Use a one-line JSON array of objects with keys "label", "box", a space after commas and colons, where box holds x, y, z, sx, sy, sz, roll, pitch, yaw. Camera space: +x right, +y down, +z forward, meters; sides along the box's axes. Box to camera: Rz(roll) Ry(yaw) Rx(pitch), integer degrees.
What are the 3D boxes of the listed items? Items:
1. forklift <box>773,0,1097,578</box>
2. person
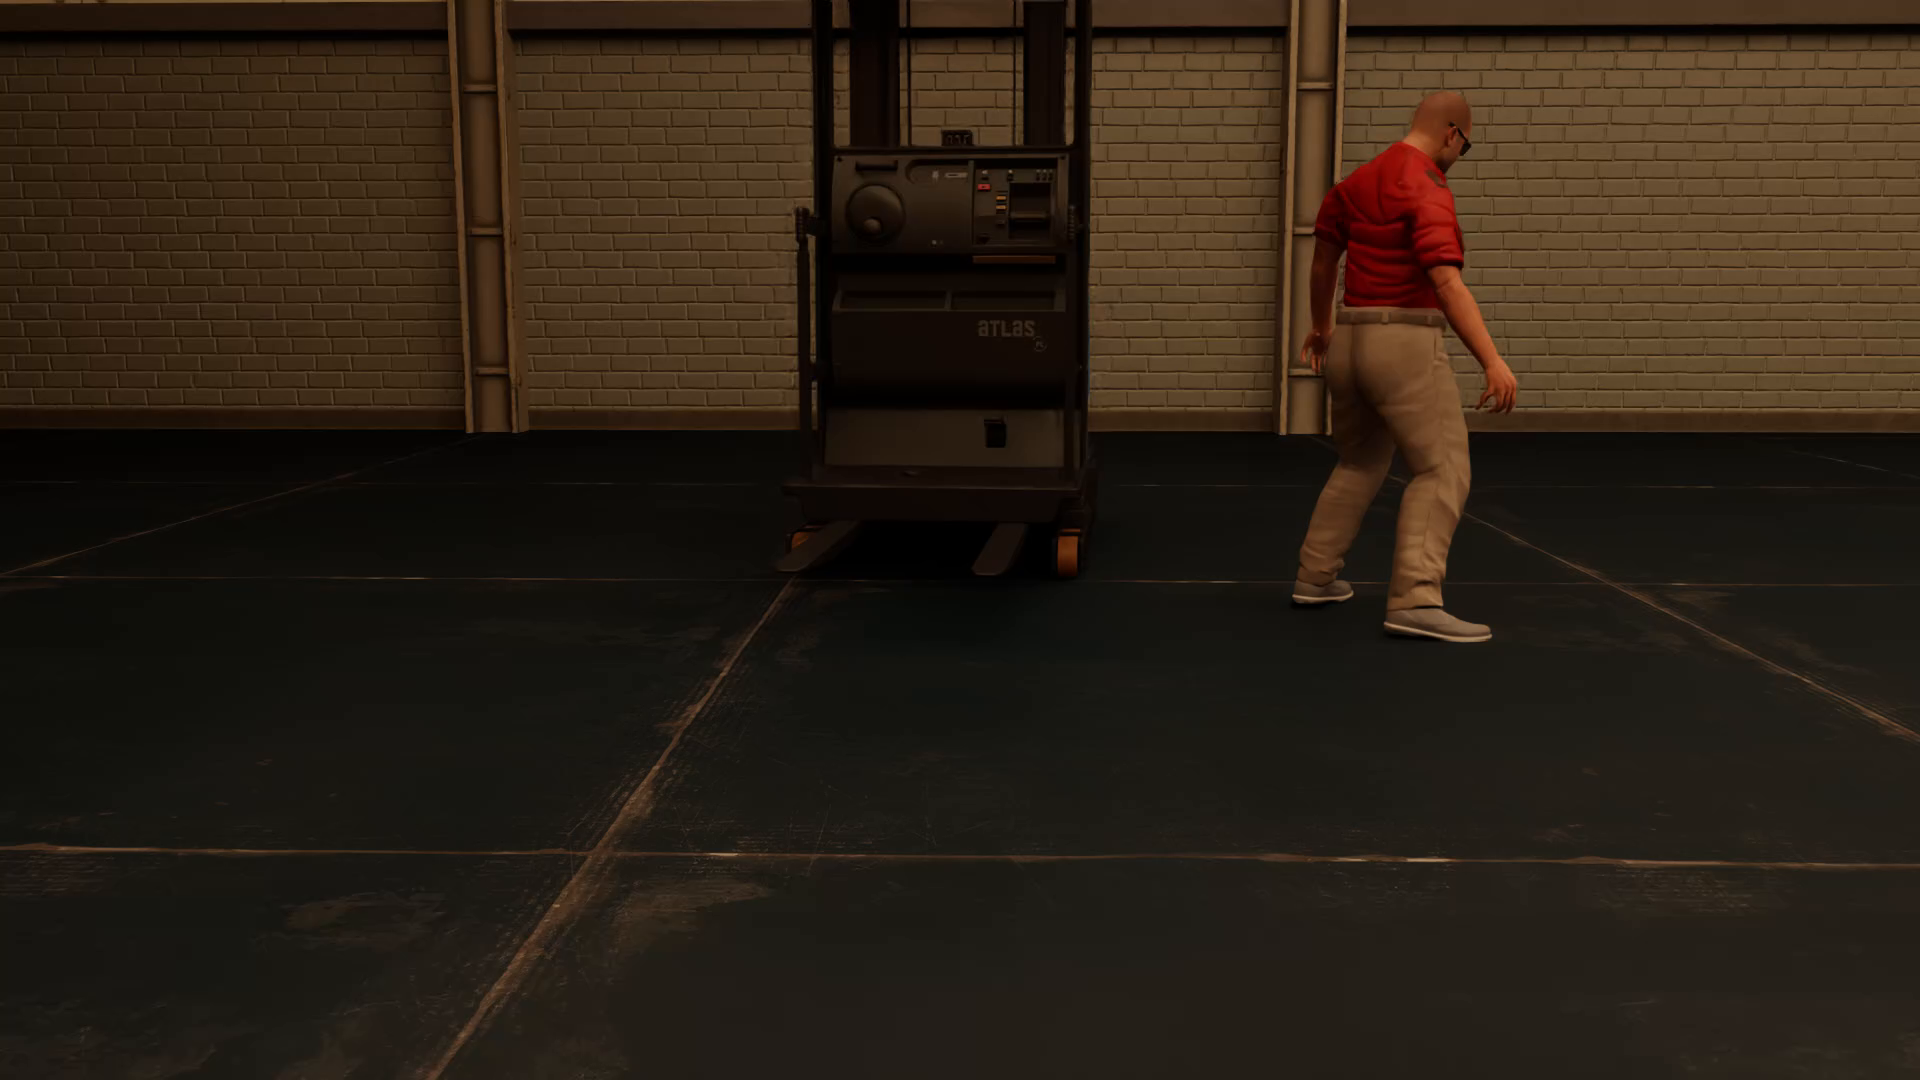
[{"label": "forklift", "box": [-0.061, -1.357, 6.305, 1.130, 2.935, 3.031, 1, 9, 6]}, {"label": "person", "box": [1.395, -0.561, 5.300, 0.369, 1.684, 0.924, -3, 9, -19]}]
